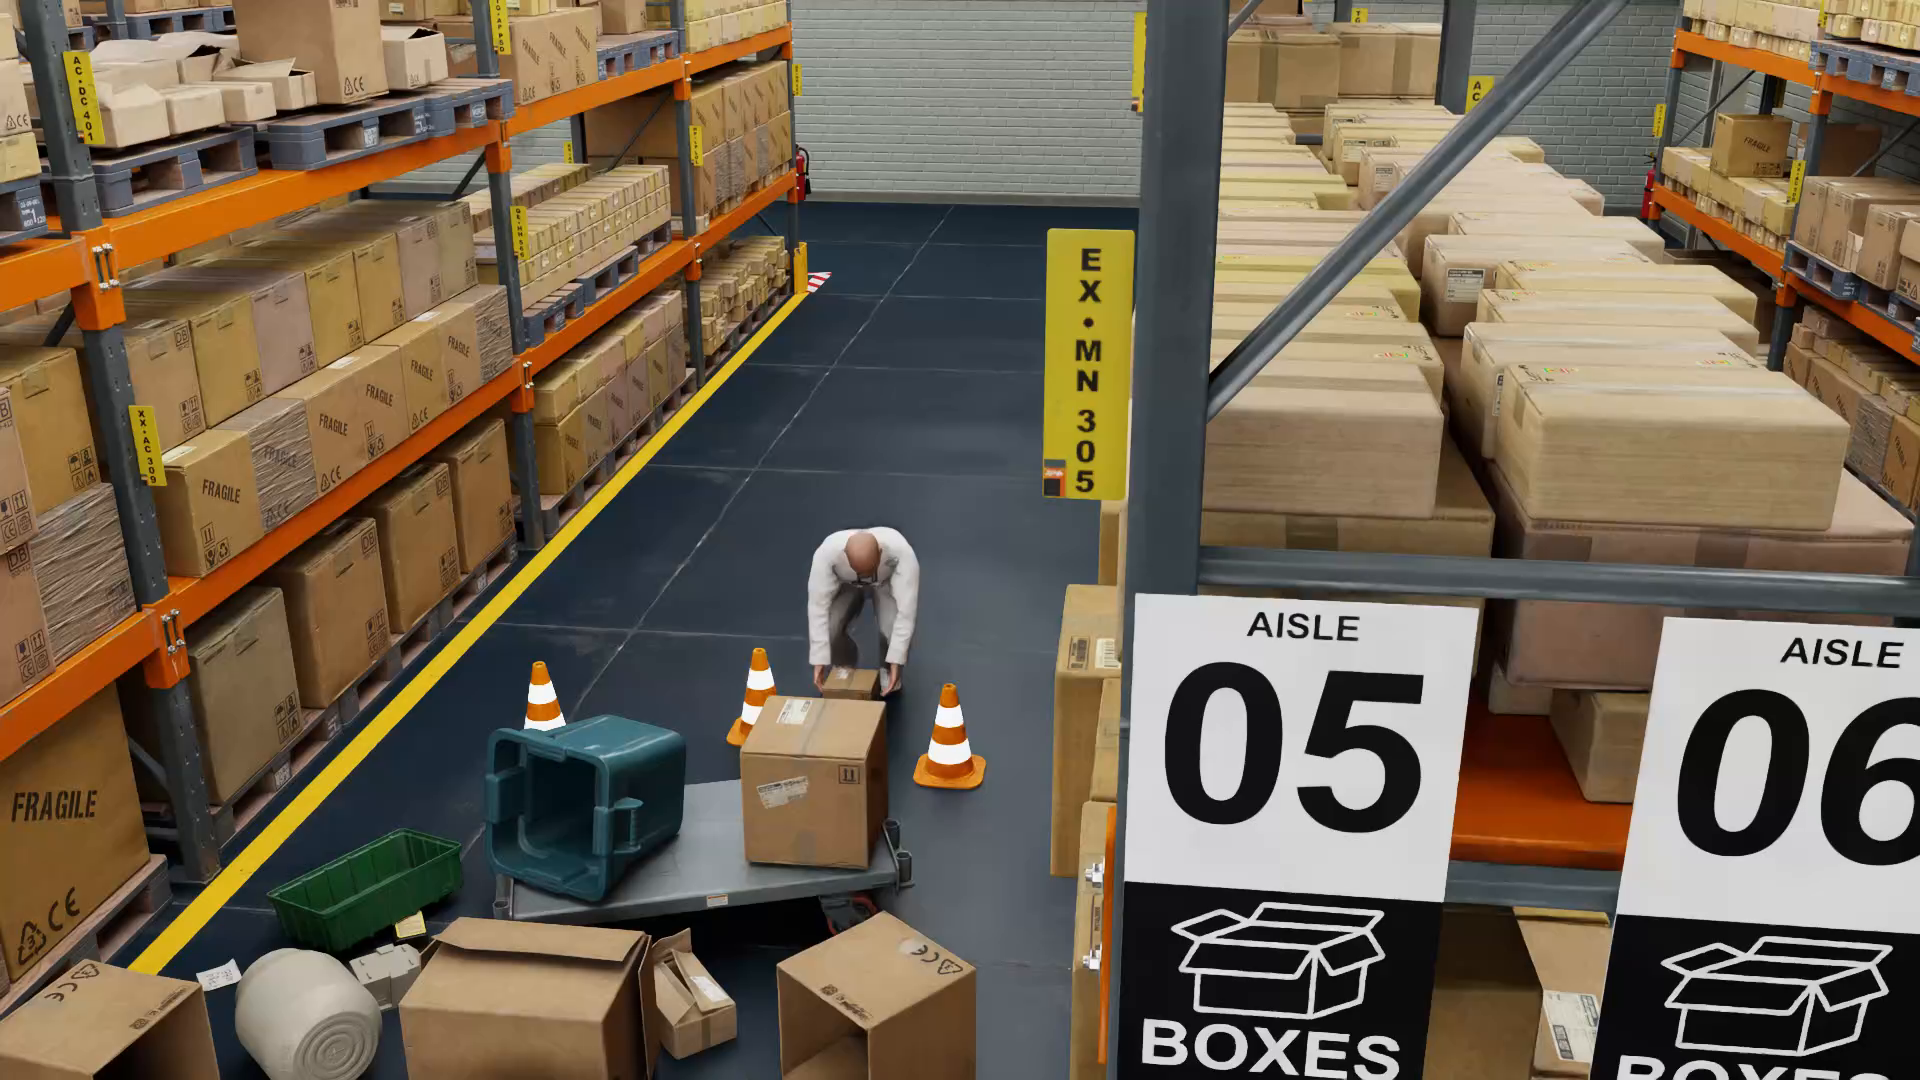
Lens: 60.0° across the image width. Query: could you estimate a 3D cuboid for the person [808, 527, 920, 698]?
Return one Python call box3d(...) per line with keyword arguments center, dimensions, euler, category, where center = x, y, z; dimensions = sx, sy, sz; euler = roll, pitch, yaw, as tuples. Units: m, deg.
box3d(center=(-0.500, 0.329, 8.799), dimensions=(0.612, 1.024, 0.895), euler=(2, 21, 6), category="person")
